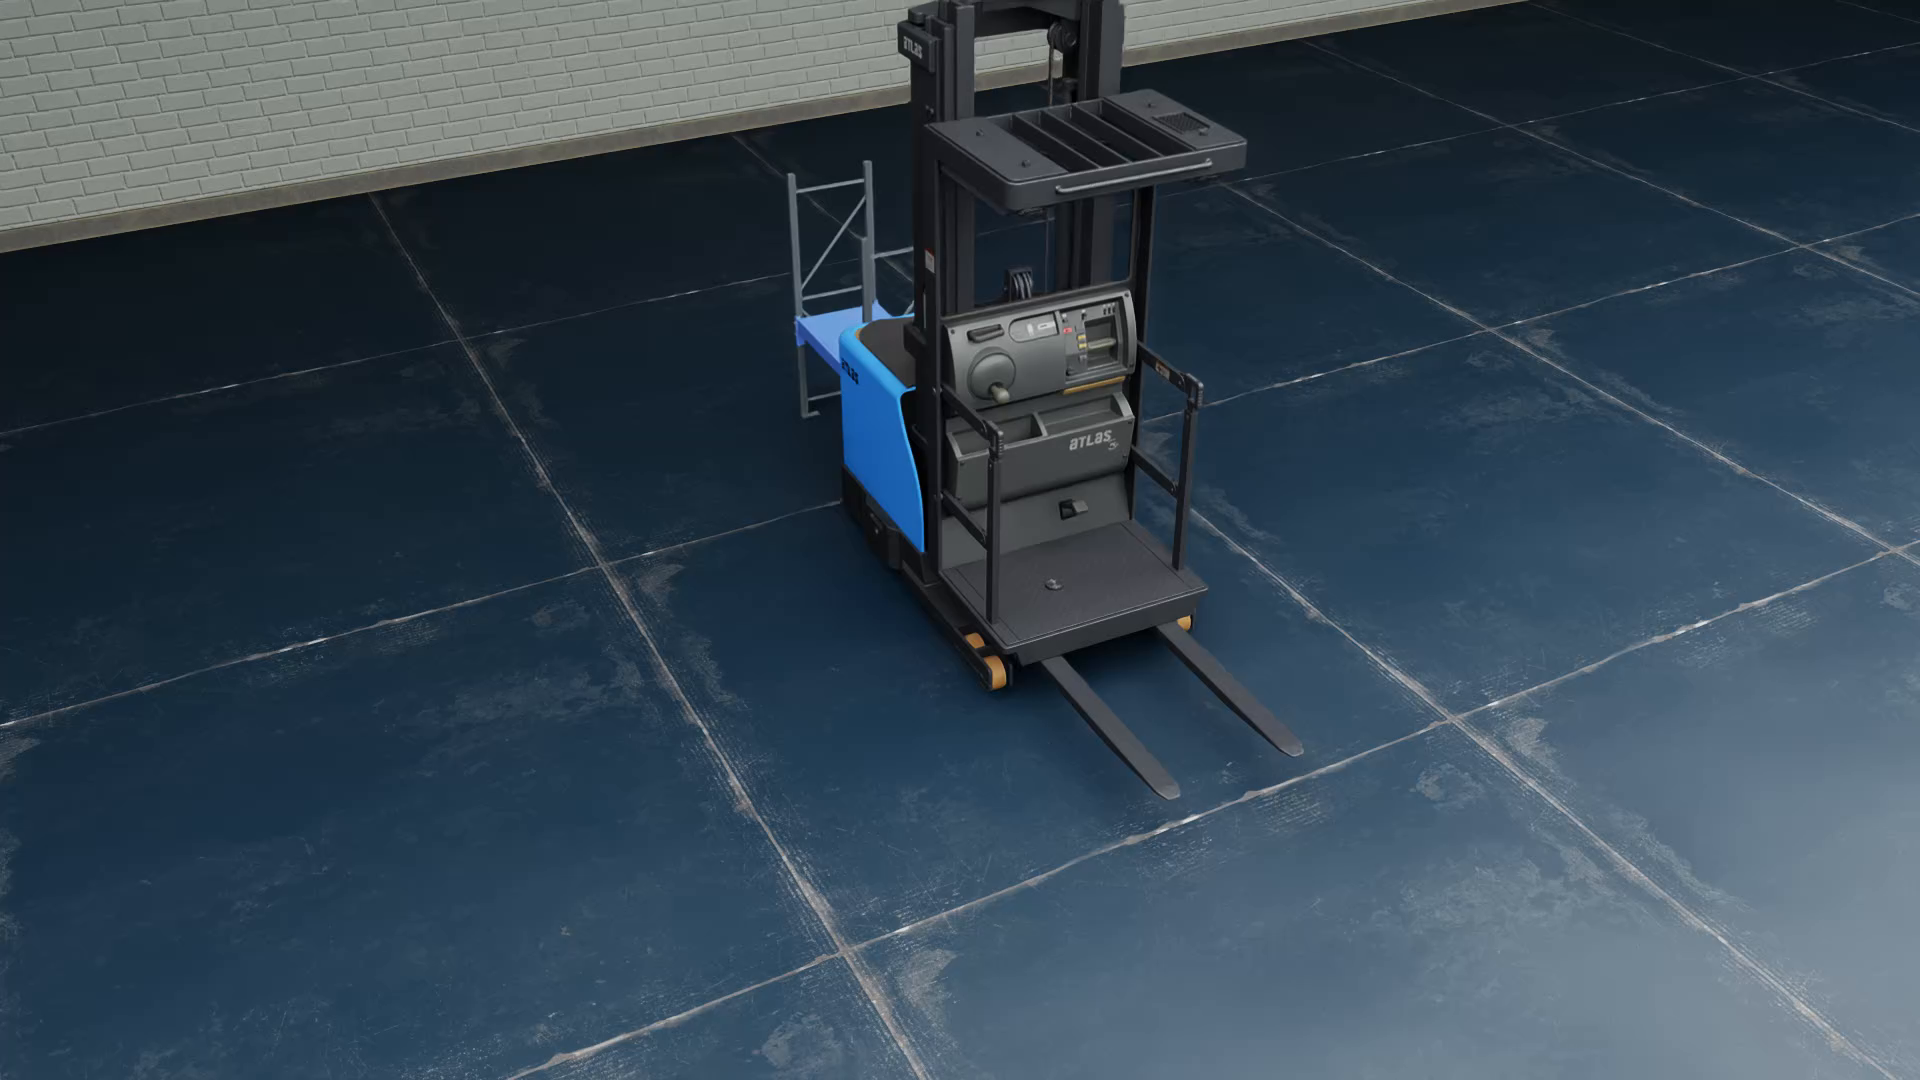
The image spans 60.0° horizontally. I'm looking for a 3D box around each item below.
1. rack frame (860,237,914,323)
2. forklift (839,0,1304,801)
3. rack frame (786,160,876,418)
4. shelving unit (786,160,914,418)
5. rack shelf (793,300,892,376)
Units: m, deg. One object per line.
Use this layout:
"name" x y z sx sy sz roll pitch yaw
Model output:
"rack frame" -0.272 -0.931 8.813 0.500 1.500 0.032 -15 36 -22
"forklift" 0.471 -0.810 7.298 1.130 2.935 3.031 -15 36 -22
"rack frame" -0.721 -1.423 9.581 0.500 1.500 0.032 -15 36 -22
"shelving unit" -0.496 -1.177 9.197 0.538 1.500 1.048 -15 36 -22
"rack shelf" -0.496 -1.026 9.294 0.538 0.185 1.000 -15 36 -22
